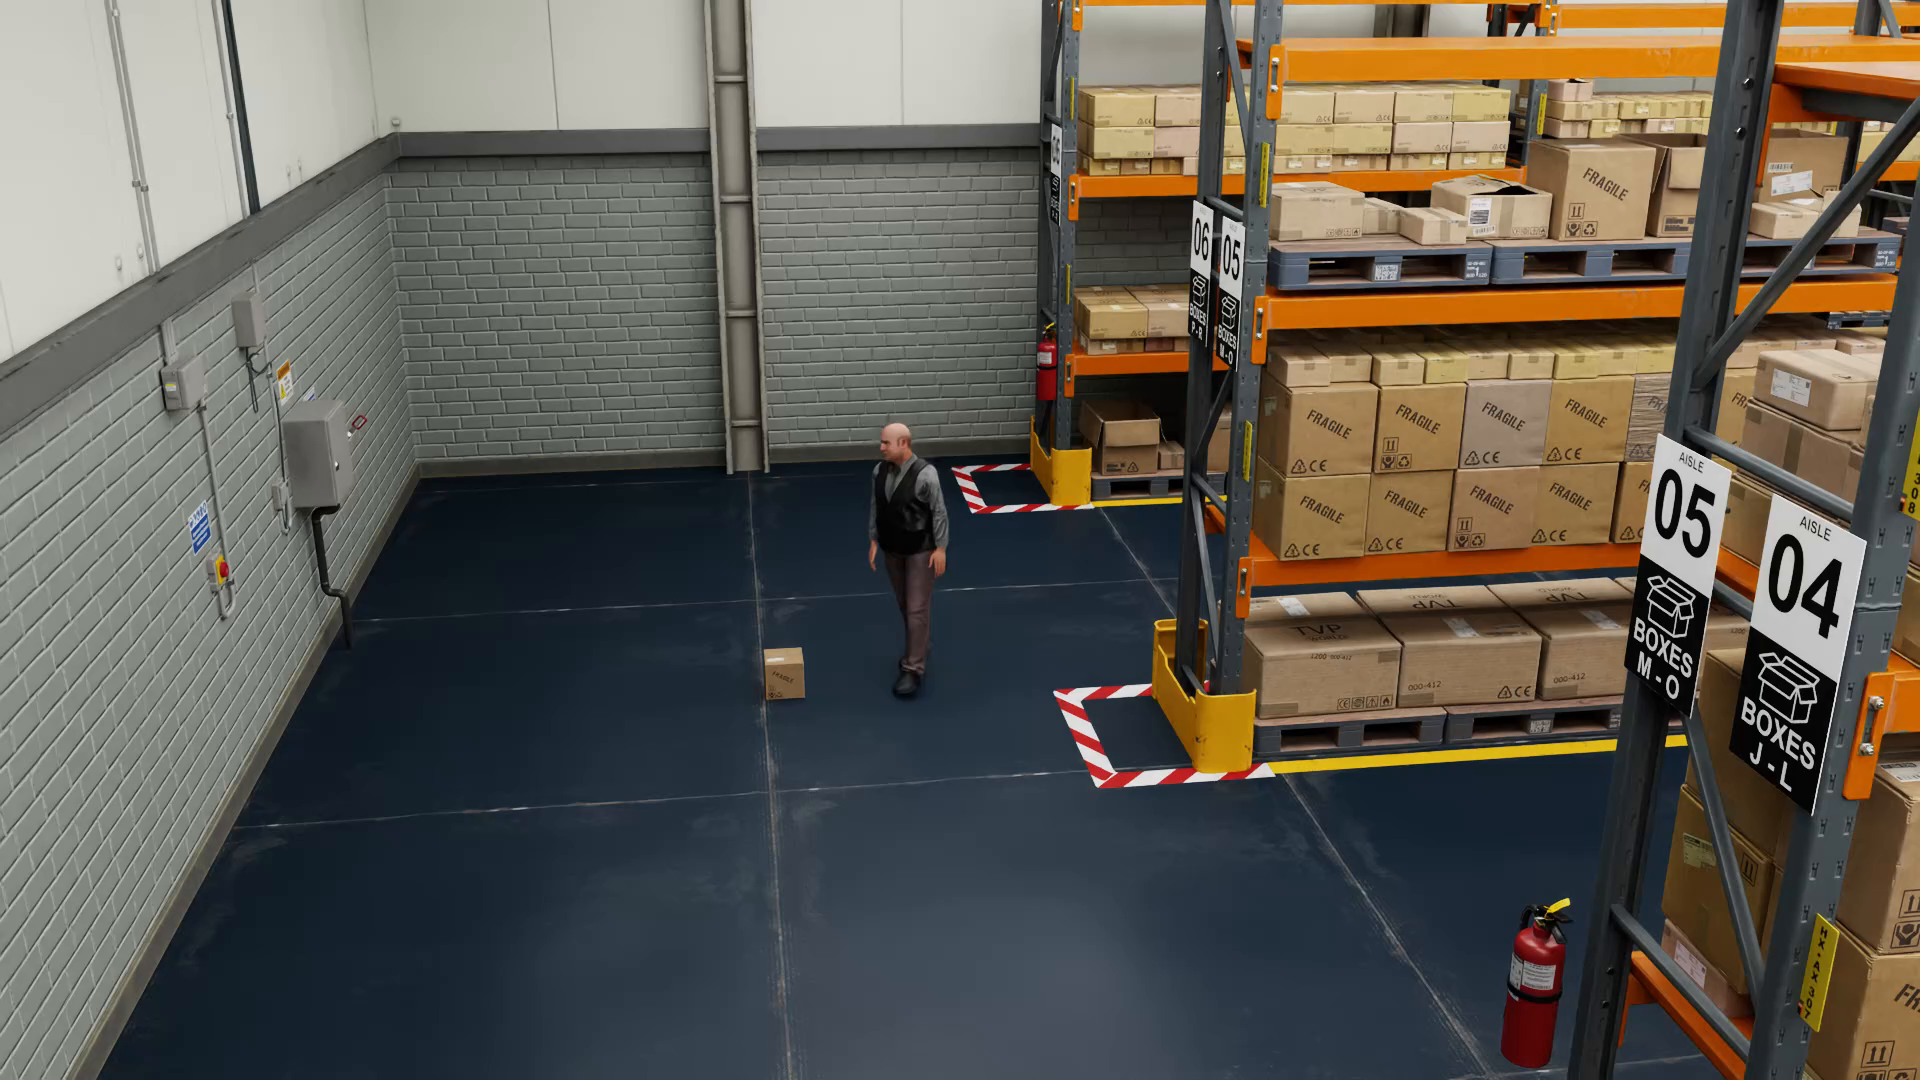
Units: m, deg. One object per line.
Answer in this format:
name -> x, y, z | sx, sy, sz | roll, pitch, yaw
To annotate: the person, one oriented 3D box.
person -> -0.381, 0.085, 10.831 | 0.584, 1.706, 0.715 | 15, 25, 36
